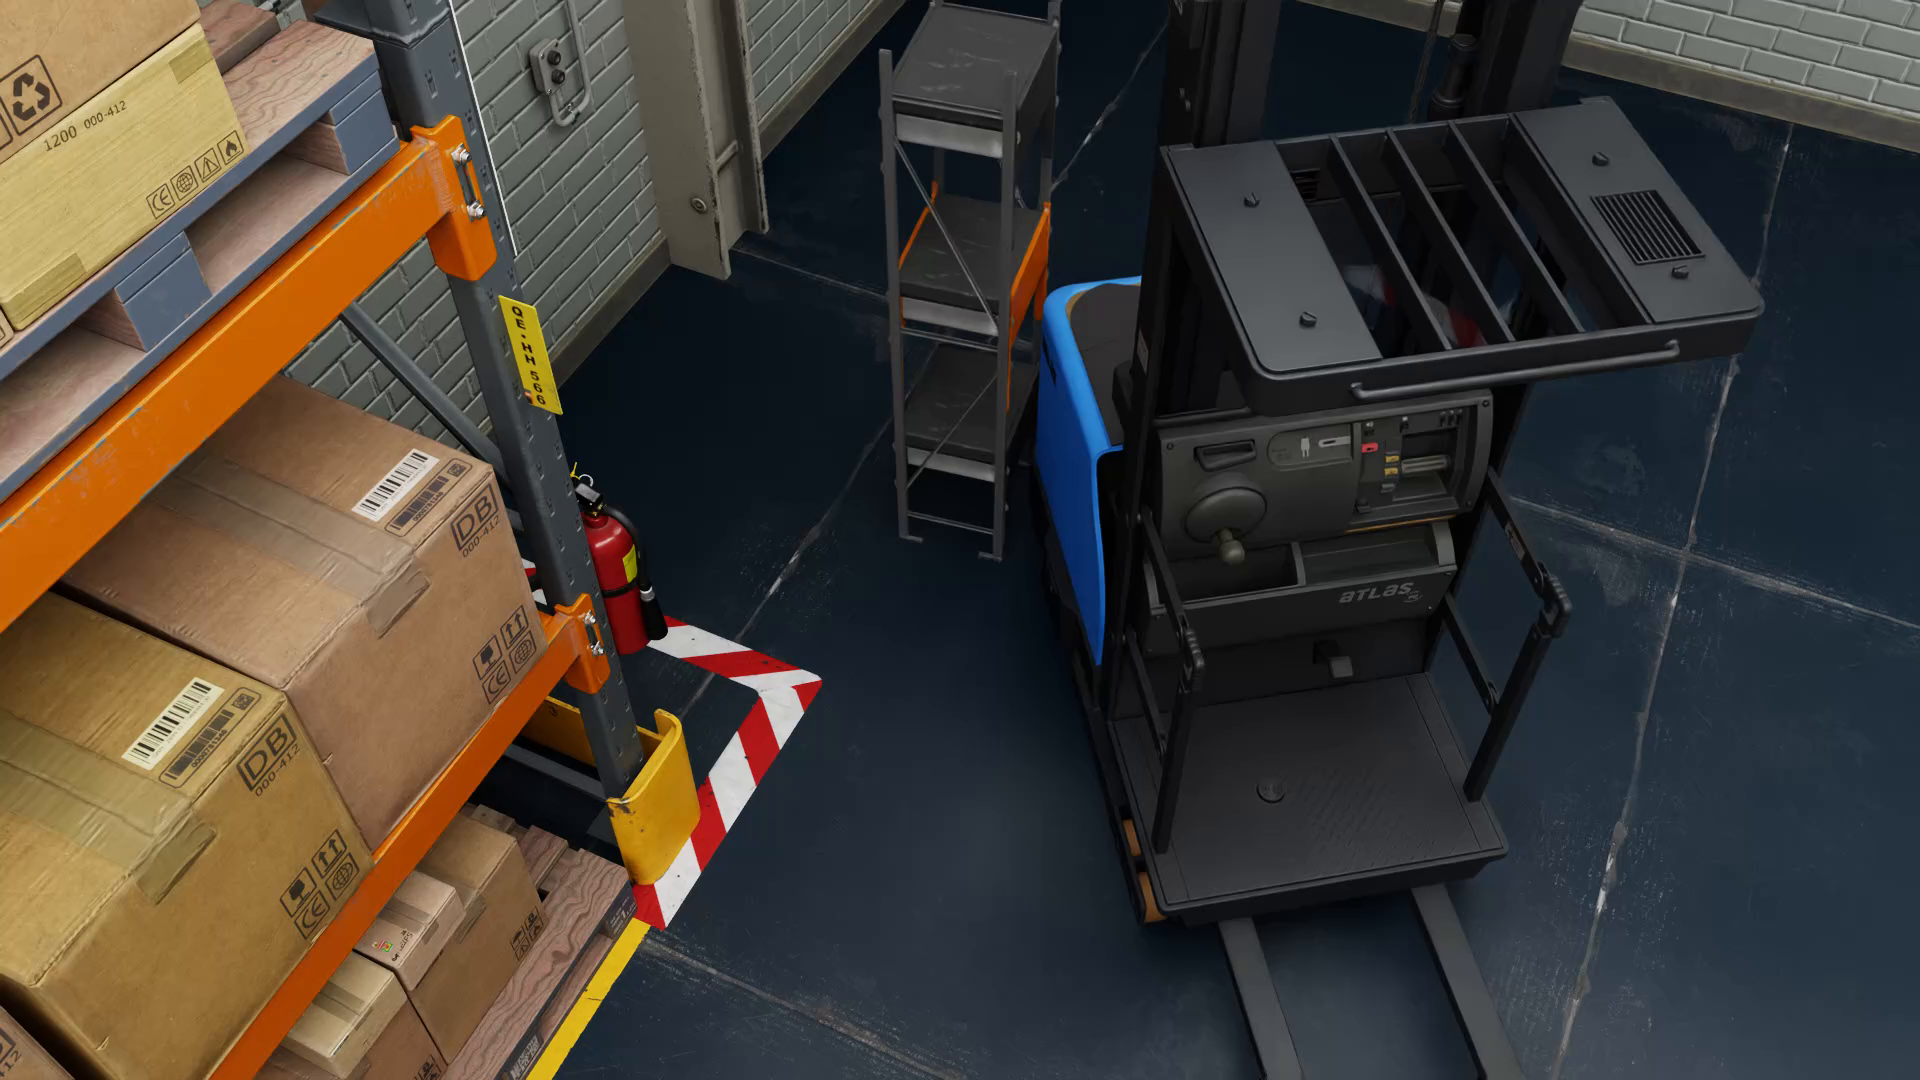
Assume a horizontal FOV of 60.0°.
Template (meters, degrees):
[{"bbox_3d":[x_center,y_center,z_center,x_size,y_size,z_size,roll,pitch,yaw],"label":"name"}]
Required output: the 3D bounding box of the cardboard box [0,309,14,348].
[{"bbox_3d":[-1.738,-0.286,2.311,0.500,0.250,0.500,18,52,15],"label":"cardboard box"}]

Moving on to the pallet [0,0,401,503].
[{"bbox_3d":[-1.752,-0.573,2.856,1.003,0.211,1.213,20,52,16],"label":"pallet"}]

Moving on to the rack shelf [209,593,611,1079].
[{"bbox_3d":[-2.299,1.467,3.505,1.077,0.370,4.000,20,52,16],"label":"rack shelf"}]

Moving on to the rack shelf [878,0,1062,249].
[{"bbox_3d":[0.035,-1.273,5.053,0.431,0.518,0.480,13,51,11],"label":"rack shelf"}]

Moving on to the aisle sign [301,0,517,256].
[{"bbox_3d":[-1.142,-0.938,3.372,0.394,0.787,0.004,20,52,16],"label":"aisle sign"}]

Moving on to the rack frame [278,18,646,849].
[{"bbox_3d":[-1.444,-0.144,4.403,1.000,3.000,0.127,20,52,16],"label":"rack frame"}]

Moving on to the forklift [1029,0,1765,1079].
[{"bbox_3d":[1.035,-0.064,4.380,1.130,2.935,3.031,-8,50,-7],"label":"forklift"}]

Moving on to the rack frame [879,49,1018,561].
[{"bbox_3d":[-0.035,-0.650,5.424,0.400,2.100,0.015,13,51,11],"label":"rack frame"}]

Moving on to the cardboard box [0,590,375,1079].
[{"bbox_3d":[-1.954,0.618,3.557,0.980,0.700,0.700,19,52,16],"label":"cardboard box"}]

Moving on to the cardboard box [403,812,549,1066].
[{"bbox_3d":[-1.653,1.045,4.757,0.700,0.500,0.500,20,52,16],"label":"cardboard box"}]

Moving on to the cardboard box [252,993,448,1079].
[{"bbox_3d":[-1.867,1.390,4.464,0.700,0.500,0.500,20,52,16],"label":"cardboard box"}]

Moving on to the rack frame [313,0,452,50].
[{"bbox_3d":[-1.444,-2.088,2.118,1.000,3.000,0.127,20,52,16],"label":"rack frame"}]

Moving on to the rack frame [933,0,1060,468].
[{"bbox_3d":[0.105,-1.006,5.727,0.400,2.100,0.015,13,51,11],"label":"rack frame"}]

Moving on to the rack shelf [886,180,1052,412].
[{"bbox_3d":[0.035,-0.819,5.586,0.431,0.518,0.480,13,51,11],"label":"rack shelf"}]

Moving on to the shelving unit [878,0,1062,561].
[{"bbox_3d":[0.035,-0.828,5.576,0.431,2.100,0.503,13,51,11],"label":"shelving unit"}]

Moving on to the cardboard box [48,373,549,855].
[{"bbox_3d":[-1.653,0.114,3.987,0.980,0.700,0.700,22,53,18],"label":"cardboard box"}]

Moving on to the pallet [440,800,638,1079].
[{"bbox_3d":[-1.715,1.336,4.975,1.003,0.211,1.213,20,52,16],"label":"pallet"}]

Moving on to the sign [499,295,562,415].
[{"bbox_3d":[-0.959,-0.409,3.713,0.100,0.325,0.005,20,52,16],"label":"sign"}]

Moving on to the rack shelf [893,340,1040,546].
[{"bbox_3d":[0.035,-0.365,6.119,0.431,0.518,0.480,13,51,11],"label":"rack shelf"}]

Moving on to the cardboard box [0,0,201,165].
[{"bbox_3d":[-1.510,-0.886,2.329,0.500,0.500,0.500,20,52,16],"label":"cardboard box"}]

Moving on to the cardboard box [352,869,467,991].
[{"bbox_3d":[-1.543,0.982,4.384,0.380,0.149,0.250,19,52,16],"label":"cardboard box"}]

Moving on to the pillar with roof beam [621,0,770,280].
[{"bbox_3d":[2.820,-2.828,2.747,9.100,9.000,0.400,20,52,16],"label":"pillar with roof beam"}]

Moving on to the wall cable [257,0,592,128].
[{"bbox_3d":[-1.752,-1.662,5.028,0.084,1.984,1.851,20,52,16],"label":"wall cable"}]

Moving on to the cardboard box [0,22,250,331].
[{"bbox_3d":[-1.517,-0.645,2.617,0.500,0.250,0.500,21,53,17],"label":"cardboard box"}]

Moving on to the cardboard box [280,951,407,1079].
[{"bbox_3d":[-1.651,1.159,4.234,0.380,0.149,0.250,21,53,17],"label":"cardboard box"}]

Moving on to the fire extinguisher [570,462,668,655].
[{"bbox_3d":[-0.962,0.049,4.535,0.296,0.674,0.183,20,52,16],"label":"fire extinguisher"}]

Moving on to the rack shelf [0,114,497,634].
[{"bbox_3d":[-2.299,0.495,2.362,1.077,0.370,4.000,20,52,16],"label":"rack shelf"}]

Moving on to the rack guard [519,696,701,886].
[{"bbox_3d":[-1.434,0.650,5.369,1.175,0.500,0.348,20,52,16],"label":"rack guard"}]
